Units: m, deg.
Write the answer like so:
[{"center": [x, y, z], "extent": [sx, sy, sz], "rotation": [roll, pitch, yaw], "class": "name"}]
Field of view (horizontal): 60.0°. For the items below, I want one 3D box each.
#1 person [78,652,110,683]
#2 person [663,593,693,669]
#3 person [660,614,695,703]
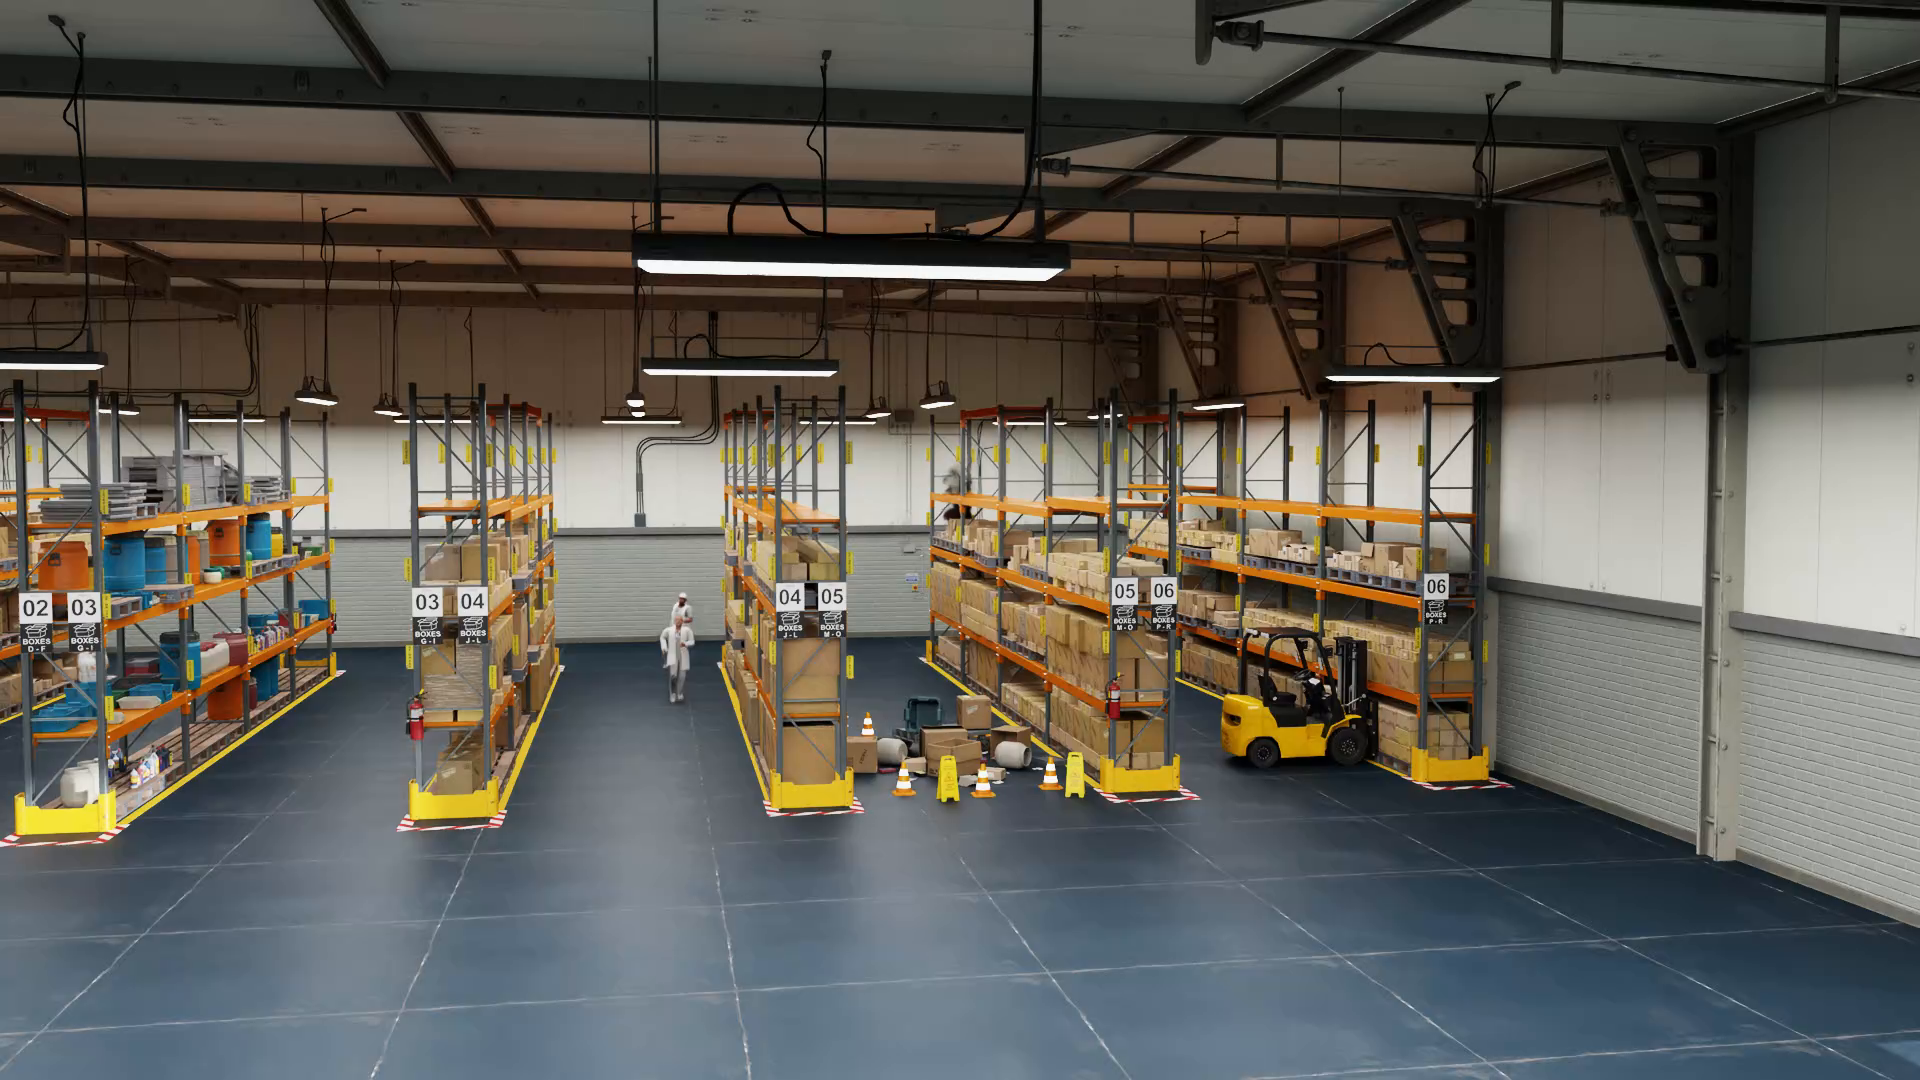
[{"center": [-15.903, 2.645, 30.526], "extent": [0.574, 1.737, 0.740], "rotation": [-1, 3, -15], "class": "person"}, {"center": [-6.581, 2.130, 39.264], "extent": [0.669, 1.796, 0.776], "rotation": [1, 3, 18], "class": "person"}, {"center": [-5.726, 2.408, 33.759], "extent": [0.680, 1.787, 0.762], "rotation": [-1, 3, -13], "class": "person"}]
